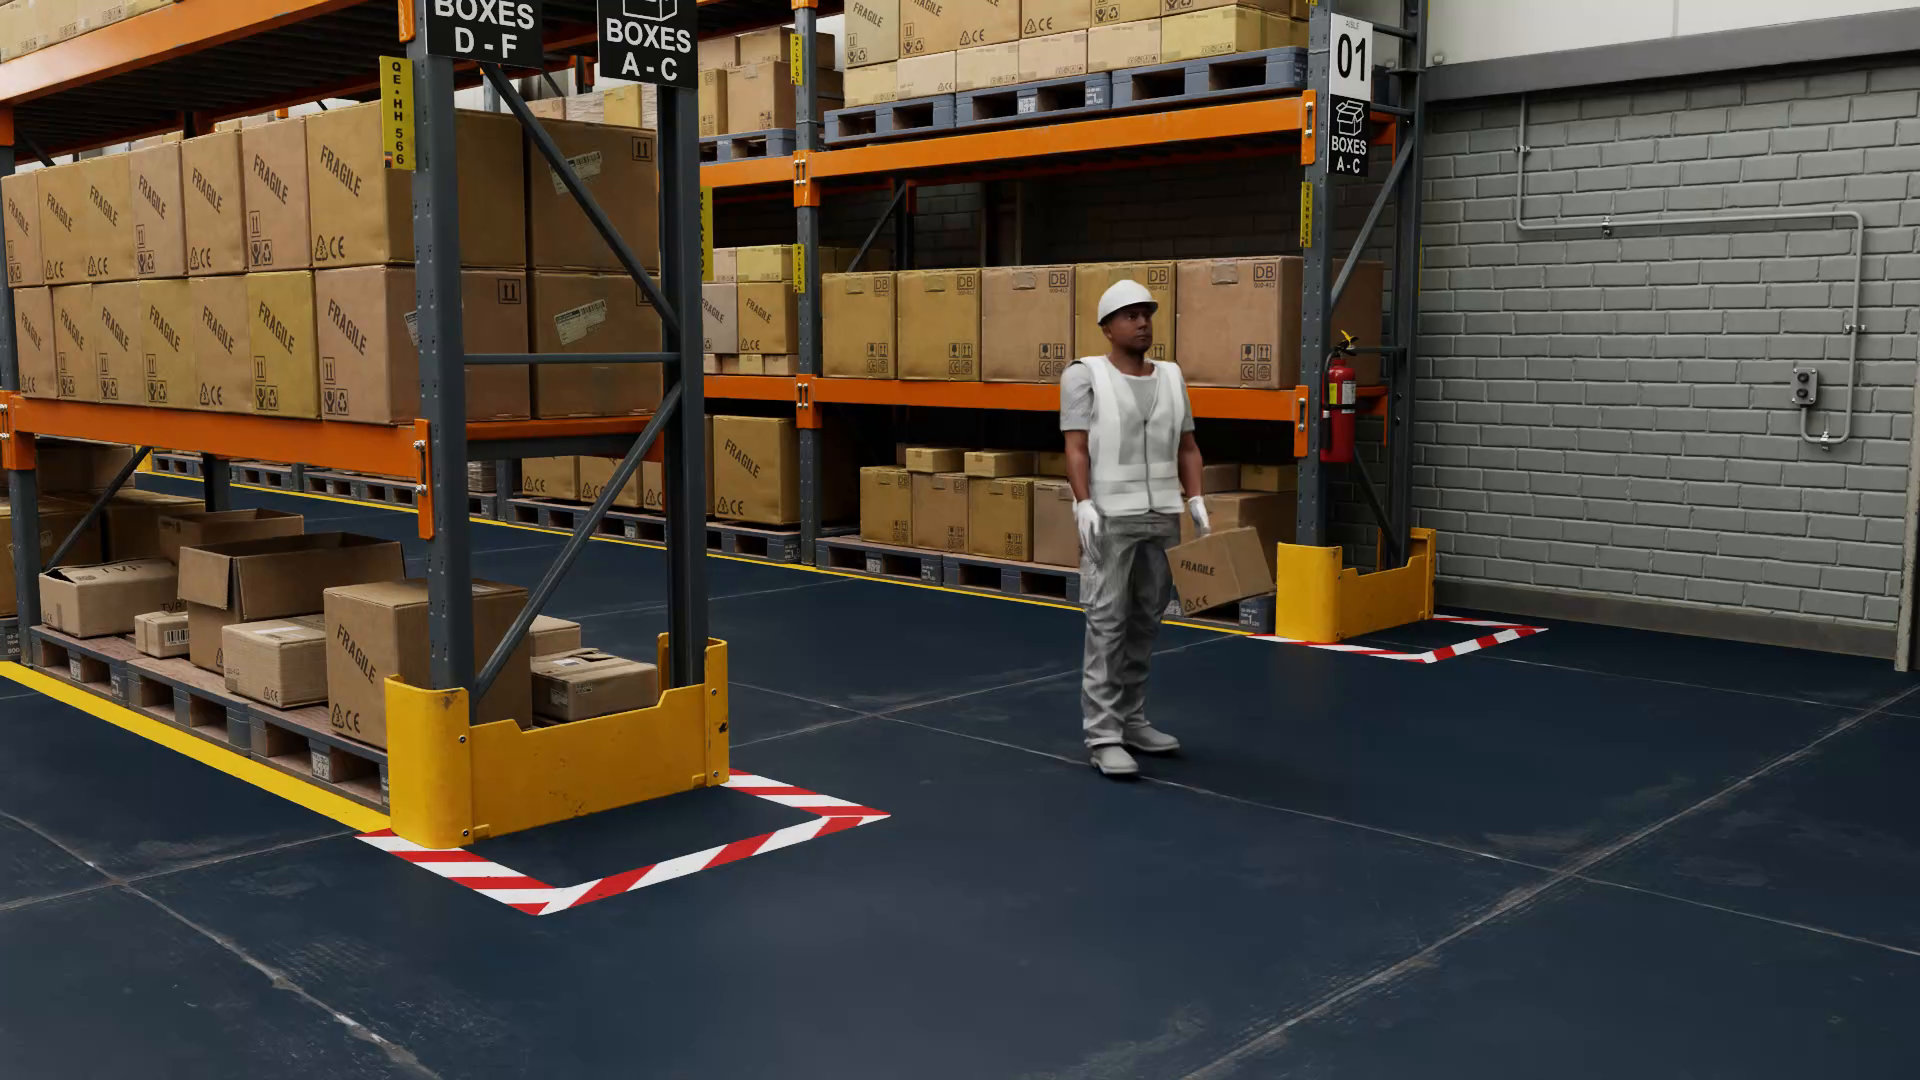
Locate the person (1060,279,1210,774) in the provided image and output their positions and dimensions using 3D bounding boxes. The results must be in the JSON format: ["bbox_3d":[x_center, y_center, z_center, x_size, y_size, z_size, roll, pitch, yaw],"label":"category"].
[{"bbox_3d":[0.666,-0.060,6.133,0.582,1.789,0.555,-3,8,-26],"label":"person"}]
